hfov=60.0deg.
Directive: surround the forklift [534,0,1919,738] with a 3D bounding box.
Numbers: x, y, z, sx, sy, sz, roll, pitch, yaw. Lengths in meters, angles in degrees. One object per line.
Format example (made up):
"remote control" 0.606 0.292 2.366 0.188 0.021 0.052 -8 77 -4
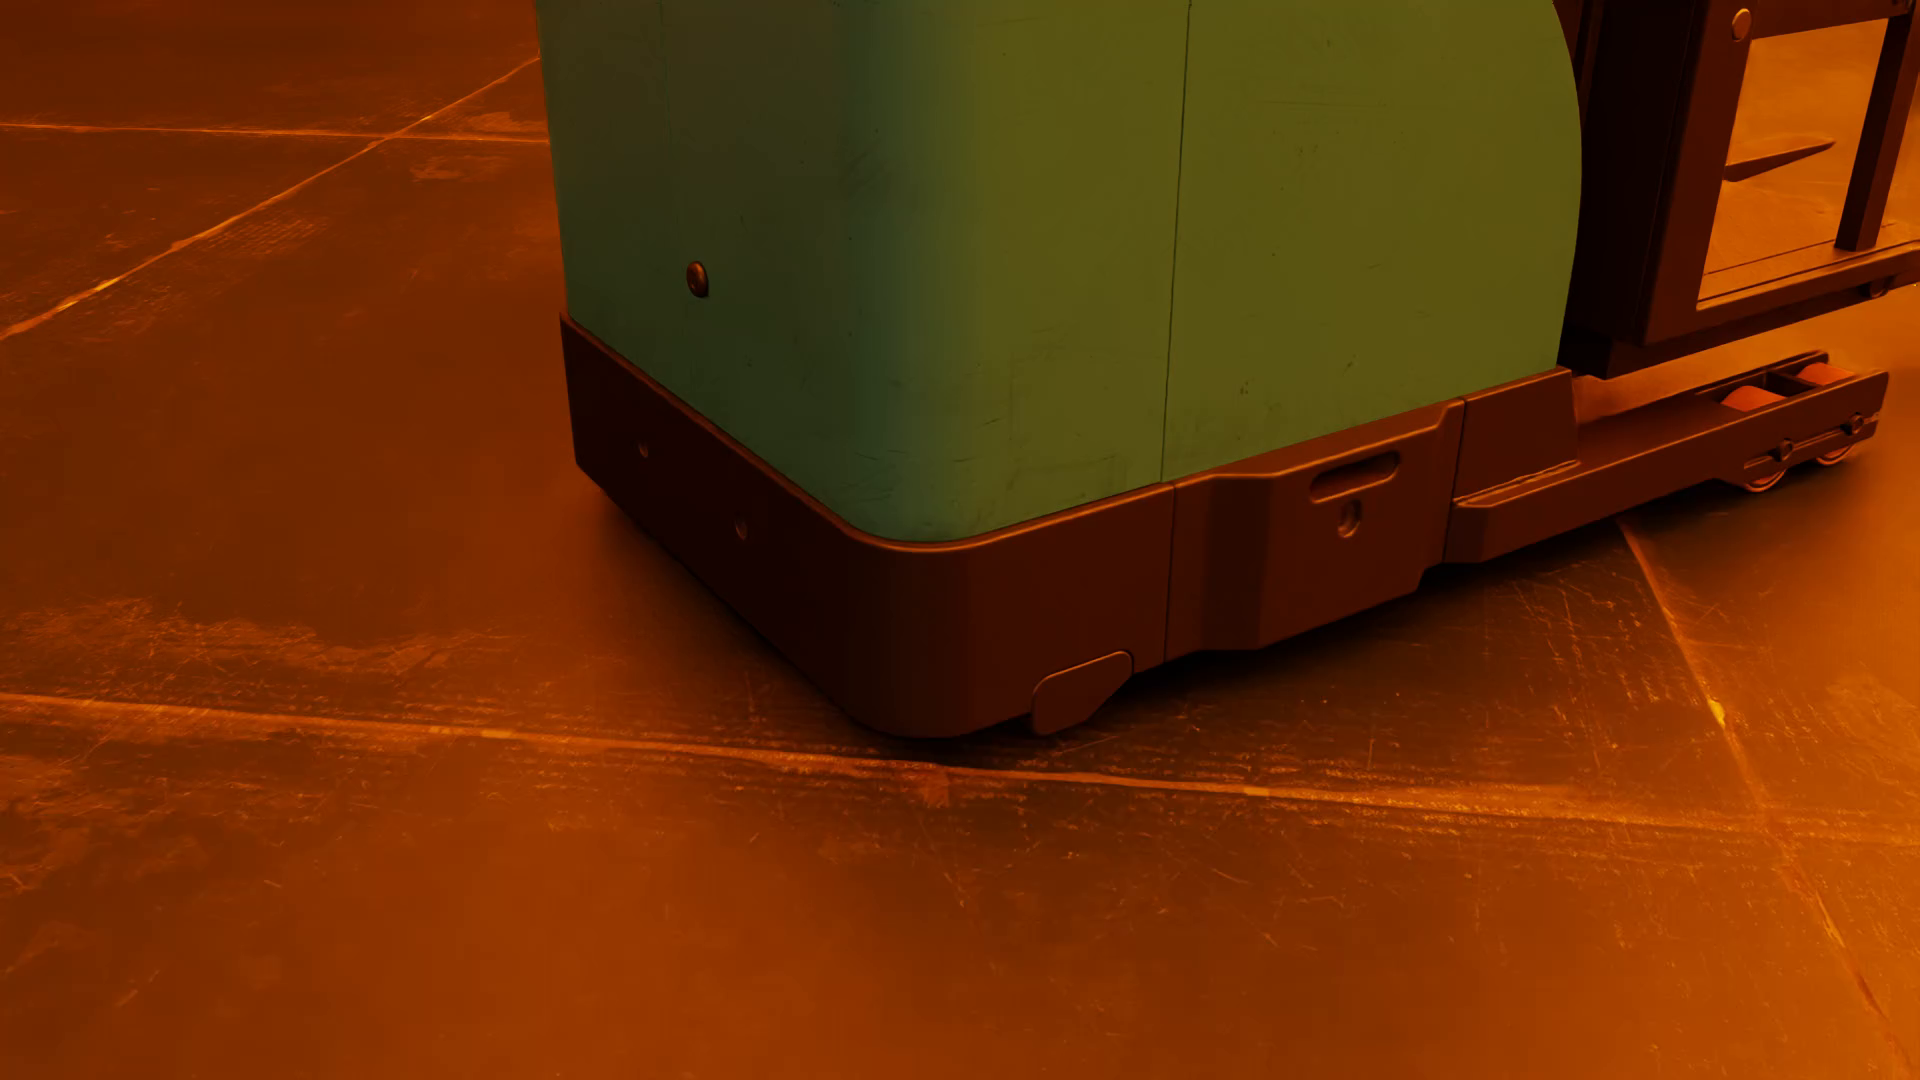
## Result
"forklift" 0.914 -1.568 2.360 3.031 2.935 1.130 -16 31 -29
